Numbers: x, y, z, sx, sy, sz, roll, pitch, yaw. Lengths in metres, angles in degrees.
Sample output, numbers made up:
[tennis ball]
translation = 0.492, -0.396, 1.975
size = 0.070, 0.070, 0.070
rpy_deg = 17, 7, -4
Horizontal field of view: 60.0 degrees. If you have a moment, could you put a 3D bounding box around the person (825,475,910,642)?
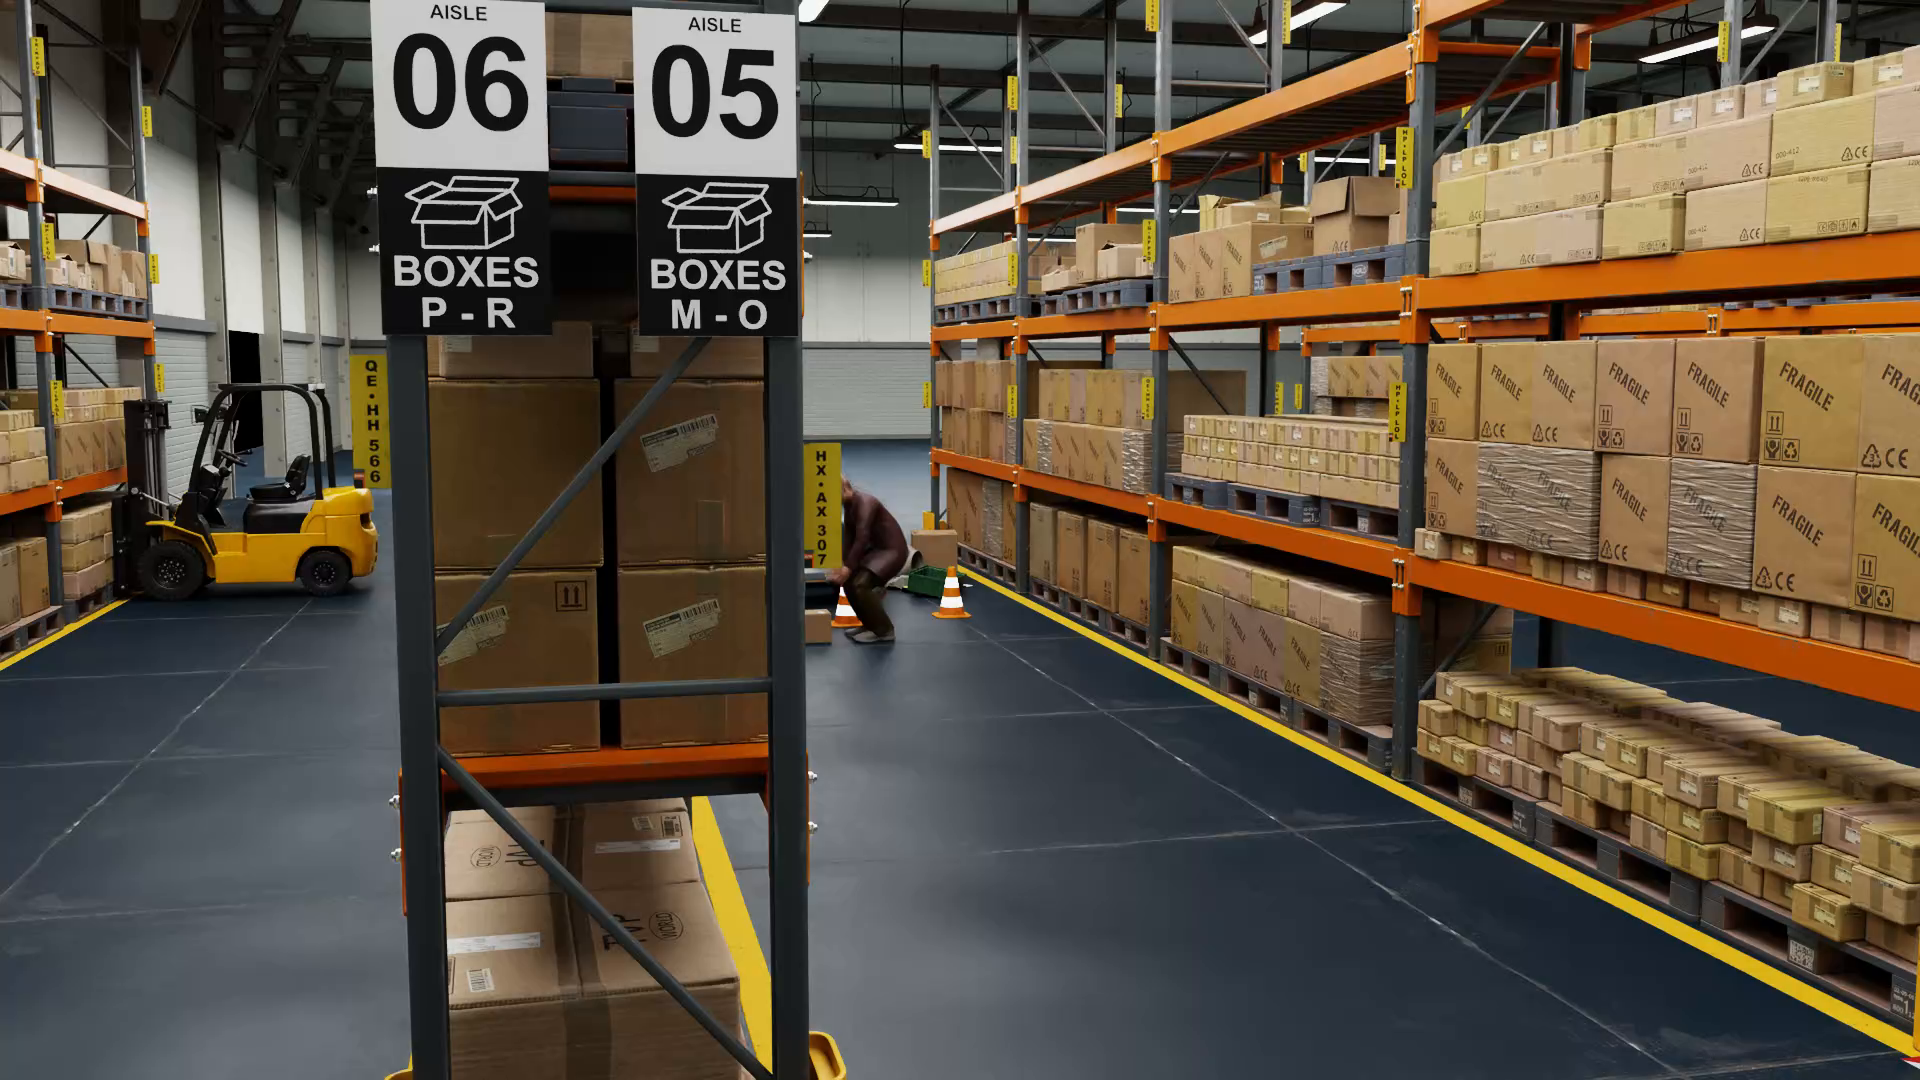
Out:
[person]
translation = -0.785, 0.150, 14.176
size = 0.719, 1.423, 0.630
rpy_deg = -1, 6, -14
